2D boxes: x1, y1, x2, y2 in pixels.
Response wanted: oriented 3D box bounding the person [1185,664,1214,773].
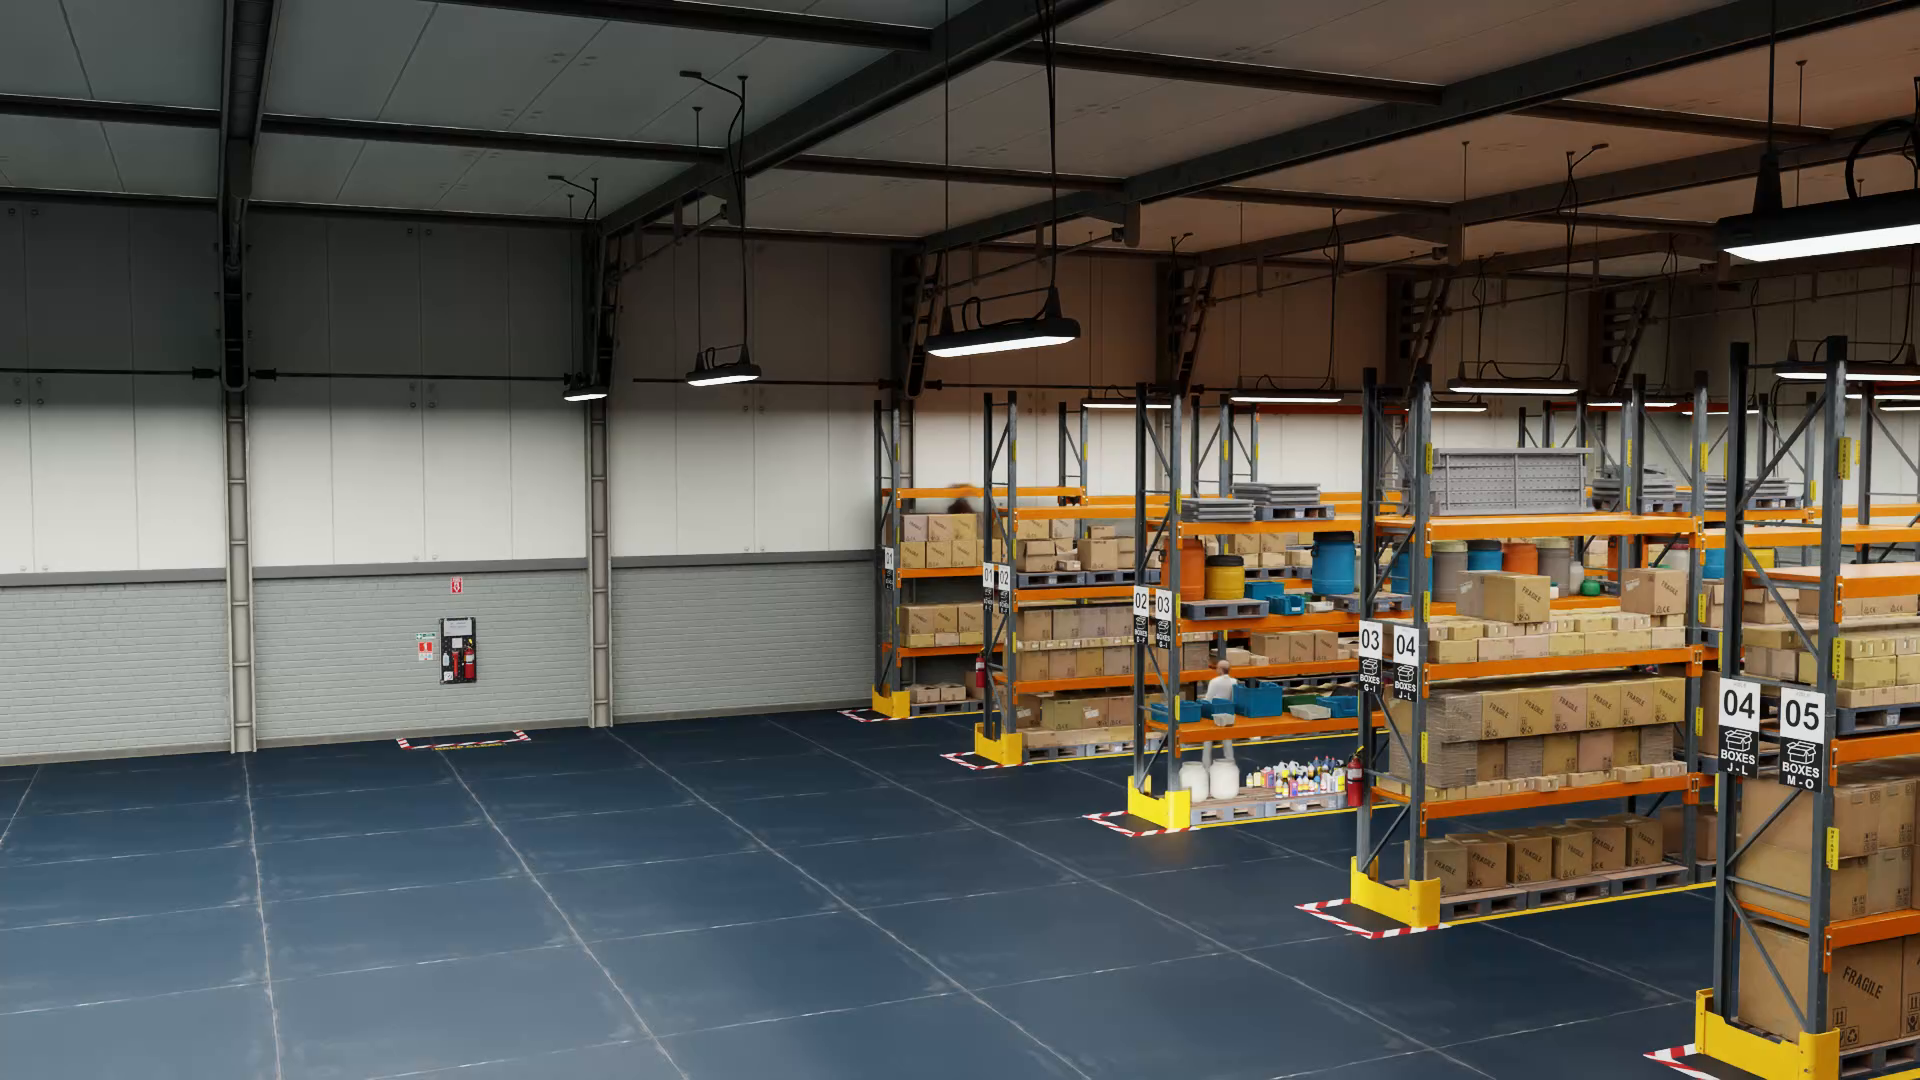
[{"bbox_3d":[3.687,2.786,25.791,0.612,1.743,0.822,-1,4,-20],"label":"person"}]
